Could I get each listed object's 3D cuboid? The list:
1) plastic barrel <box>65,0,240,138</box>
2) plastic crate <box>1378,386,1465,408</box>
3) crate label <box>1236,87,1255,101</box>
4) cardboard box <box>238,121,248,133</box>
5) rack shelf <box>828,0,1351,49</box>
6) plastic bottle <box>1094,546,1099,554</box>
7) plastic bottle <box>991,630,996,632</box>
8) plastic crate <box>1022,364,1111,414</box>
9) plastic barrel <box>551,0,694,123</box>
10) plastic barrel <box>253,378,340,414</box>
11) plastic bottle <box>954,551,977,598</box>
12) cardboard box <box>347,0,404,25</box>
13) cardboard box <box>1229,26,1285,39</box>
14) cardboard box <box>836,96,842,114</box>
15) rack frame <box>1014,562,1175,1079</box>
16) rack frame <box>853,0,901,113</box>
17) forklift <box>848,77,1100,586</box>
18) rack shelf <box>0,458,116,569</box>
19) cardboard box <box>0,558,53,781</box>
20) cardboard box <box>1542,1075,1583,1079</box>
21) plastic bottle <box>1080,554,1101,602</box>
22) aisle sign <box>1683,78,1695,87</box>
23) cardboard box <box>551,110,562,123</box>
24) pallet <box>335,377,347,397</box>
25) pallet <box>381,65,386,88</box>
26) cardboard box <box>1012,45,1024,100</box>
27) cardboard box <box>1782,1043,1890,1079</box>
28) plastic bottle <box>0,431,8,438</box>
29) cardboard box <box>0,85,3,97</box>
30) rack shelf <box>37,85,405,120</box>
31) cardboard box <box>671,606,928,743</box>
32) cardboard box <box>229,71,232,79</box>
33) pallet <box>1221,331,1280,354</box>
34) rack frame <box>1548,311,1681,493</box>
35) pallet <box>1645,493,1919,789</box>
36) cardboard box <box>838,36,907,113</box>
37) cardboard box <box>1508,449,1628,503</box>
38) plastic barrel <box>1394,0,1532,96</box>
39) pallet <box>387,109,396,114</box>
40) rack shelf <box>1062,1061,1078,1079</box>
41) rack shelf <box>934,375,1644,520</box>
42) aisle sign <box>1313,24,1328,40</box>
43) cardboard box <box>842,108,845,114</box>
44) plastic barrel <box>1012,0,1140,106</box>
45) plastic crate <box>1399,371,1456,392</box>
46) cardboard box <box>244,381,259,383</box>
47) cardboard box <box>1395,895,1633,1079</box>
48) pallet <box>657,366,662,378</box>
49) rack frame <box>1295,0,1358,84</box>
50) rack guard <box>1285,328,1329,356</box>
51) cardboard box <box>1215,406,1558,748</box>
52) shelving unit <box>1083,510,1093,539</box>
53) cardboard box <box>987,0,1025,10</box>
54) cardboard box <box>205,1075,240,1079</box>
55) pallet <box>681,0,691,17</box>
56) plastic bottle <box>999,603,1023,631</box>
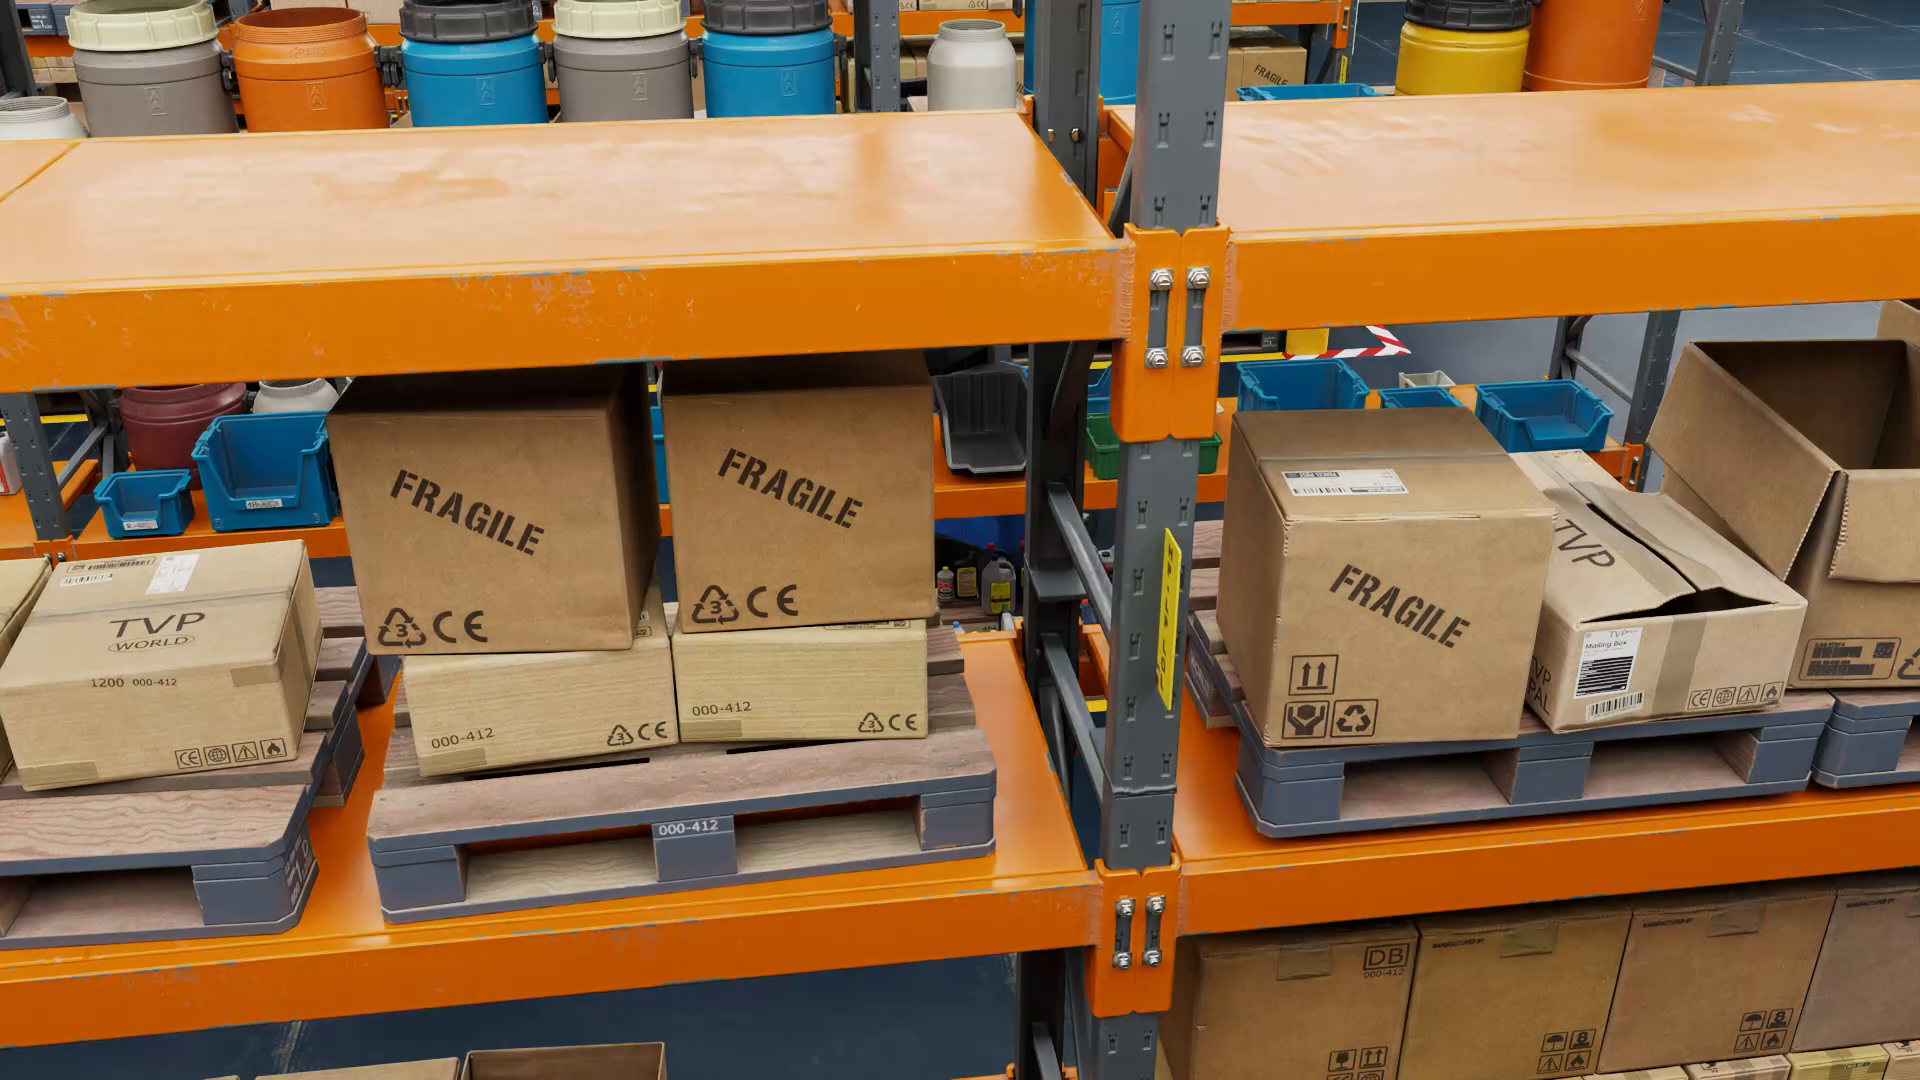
[{"bbox_3d":[-3.516,-1.893,7.319,0.600,0.901,0.600,0,27,0],"label":"plastic barrel"},{"bbox_3d":[2.465,-0.618,8.832,0.408,0.251,0.499,-4,27,-7],"label":"plastic crate"},{"bbox_3d":[1.663,-2.189,8.608,0.408,0.251,0.502,-4,27,-7],"label":"crate label"},{"bbox_3d":[-7.285,-4.053,16.821,0.500,0.250,0.500,-3,27,-6],"label":"cardboard box"},{"bbox_3d":[0.892,-4.017,12.795,4.000,0.370,1.077,-4,27,-7],"label":"rack shelf"},{"bbox_3d":[0.709,0.143,9.606,0.185,0.351,0.144,-4,27,-7],"label":"plastic bottle"},{"bbox_3d":[0.180,0.578,8.921,0.097,0.201,0.097,0,27,0],"label":"plastic bottle"},{"bbox_3d":[0.660,-0.763,9.114,0.616,0.251,0.499,-4,27,-7],"label":"plastic crate"},{"bbox_3d":[-1.519,-2.022,7.569,0.600,0.901,0.600,0,27,0],"label":"plastic barrel"},{"bbox_3d":[-3.370,-0.593,8.498,0.421,0.512,0.421,0,27,0],"label":"plastic barrel"},{"bbox_3d":[0.032,0.197,9.574,0.133,0.283,0.061,-2,27,-5],"label":"plastic bottle"},{"bbox_3d":[-4.040,-3.836,11.818,0.500,0.250,0.500,-3,27,-6],"label":"cardboard box"},{"bbox_3d":[2.290,-3.839,13.416,0.500,0.500,0.500,-4,27,-7],"label":"cardboard box"},{"bbox_3d":[-1.047,-4.374,17.855,0.875,0.875,0.875,-3,27,-6],"label":"cardboard box"},{"bbox_3d":[0.288,1.603,4.339,0.127,3.000,1.000,-4,27,-7],"label":"rack frame"},{"bbox_3d":[-0.398,-3.305,7.334,0.127,3.000,1.000,-4,27,-7],"label":"rack frame"},{"bbox_3d":[-0.588,-1.525,10.511,3.031,2.935,1.130,19,33,33],"label":"forklift"},{"bbox_3d":[-6.340,0.066,8.124,4.000,0.370,1.077,-4,27,-7],"label":"rack shelf"},{"bbox_3d":[-2.147,0.276,3.345,0.500,0.250,0.500,-4,27,-8],"label":"cardboard box"},{"bbox_3d":[1.344,1.290,4.129,0.250,0.149,0.380,-4,27,-8],"label":"cardboard box"},{"bbox_3d":[0.749,0.217,9.534,0.133,0.283,0.061,-4,27,-7],"label":"plastic bottle"},{"bbox_3d":[3.675,-1.917,8.353,0.004,0.787,0.394,-4,27,-7],"label":"aisle sign"},{"bbox_3d":[-2.792,-2.956,12.652,0.637,0.503,0.797,-1,27,-2],"label":"cardboard box"},{"bbox_3d":[-4.275,-1.429,13.304,1.213,0.211,1.003,-4,27,-7],"label":"pallet"},{"bbox_3d":[-6.331,-4.690,16.816,1.003,0.211,1.213,-4,27,-7],"label":"pallet"},{"bbox_3d":[0.383,-3.474,12.705,0.500,0.500,0.500,-4,27,-7],"label":"cardboard box"},{"bbox_3d":[2.114,1.241,4.226,0.250,0.149,0.380,-4,27,-8],"label":"cardboard box"},{"bbox_3d":[-4.833,-0.445,8.467,0.135,0.276,0.152,-4,27,-7],"label":"plastic bottle"},{"bbox_3d":[-7.085,-2.986,12.076,0.637,0.503,0.797,-3,27,-5],"label":"cardboard box"},{"bbox_3d":[-7.621,-4.422,16.870,4.000,0.370,1.077,-4,27,-7],"label":"rack shelf"},{"bbox_3d":[-0.324,0.184,3.525,0.500,0.250,0.500,-1,27,-2],"label":"cardboard box"},{"bbox_3d":[-7.079,-4.642,16.326,0.250,0.149,0.380,-5,28,-9],"label":"cardboard box"},{"bbox_3d":[1.988,-1.848,14.121,1.213,0.211,1.003,-4,27,-7],"label":"pallet"},{"bbox_3d":[3.563,-0.890,9.200,0.127,3.000,1.000,-4,27,-7],"label":"rack frame"},{"bbox_3d":[2.334,0.166,3.952,1.213,0.211,1.003,-4,27,-7],"label":"pallet"},{"bbox_3d":[-0.681,-3.650,13.047,0.500,0.500,0.500,-4,27,-7],"label":"cardboard box"},{"bbox_3d":[1.444,-0.069,3.974,0.250,0.149,0.380,-4,27,-7],"label":"cardboard box"},{"bbox_3d":[2.451,-2.366,8.123,0.600,0.588,0.600,0,27,0],"label":"plastic barrel"},{"bbox_3d":[-7.221,-5.844,21.908,1.213,0.211,1.003,-4,27,-7],"label":"pallet"},{"bbox_3d":[2.268,1.796,4.751,4.000,0.370,1.077,-4,27,-7],"label":"rack shelf"},{"bbox_3d":[1.582,-0.443,9.116,4.000,0.370,1.077,-4,27,-7],"label":"rack shelf"},{"bbox_3d":[2.892,-4.426,13.242,0.004,0.787,0.394,-4,27,-7],"label":"aisle sign"},{"bbox_3d":[-0.634,-3.053,12.978,0.500,0.500,0.875,-4,27,-7],"label":"cardboard box"},{"bbox_3d":[0.602,-2.395,7.838,0.708,0.901,0.600,-4,27,-7],"label":"plastic barrel"},{"bbox_3d":[2.632,-0.862,9.432,0.250,0.136,0.298,-4,27,-7],"label":"plastic crate"},{"bbox_3d":[-5.736,-1.828,12.894,0.875,0.875,1.225,-5,28,-10],"label":"cardboard box"},{"bbox_3d":[1.227,0.918,4.145,0.500,0.500,0.700,-4,27,-7],"label":"cardboard box"},{"bbox_3d":[-1.859,-1.584,13.606,1.213,0.211,1.003,-4,27,-7],"label":"pallet"},{"bbox_3d":[2.873,-3.129,13.563,0.127,3.000,1.000,-4,27,-7],"label":"rack frame"},{"bbox_3d":[2.797,-2.013,14.125,0.348,0.500,1.175,-4,27,-7],"label":"rack guard"},{"bbox_3d":[0.824,0.062,3.334,0.500,0.500,0.500,-1,27,-3],"label":"cardboard box"},{"bbox_3d":[0.644,-0.135,10.027,0.210,0.900,0.258,19,33,33],"label":"shelving unit"},{"bbox_3d":[0.410,-4.118,12.369,0.500,0.250,0.500,-5,28,-9],"label":"cardboard box"},{"bbox_3d":[-2.014,1.699,4.043,0.500,0.500,0.500,-5,28,-10],"label":"cardboard box"},{"bbox_3d":[-1.715,-4.135,12.443,1.003,0.211,1.213,-4,27,-7],"label":"pallet"},{"bbox_3d":[0.279,0.474,9.035,0.133,0.283,0.061,-4,27,-7],"label":"plastic bottle"}]
